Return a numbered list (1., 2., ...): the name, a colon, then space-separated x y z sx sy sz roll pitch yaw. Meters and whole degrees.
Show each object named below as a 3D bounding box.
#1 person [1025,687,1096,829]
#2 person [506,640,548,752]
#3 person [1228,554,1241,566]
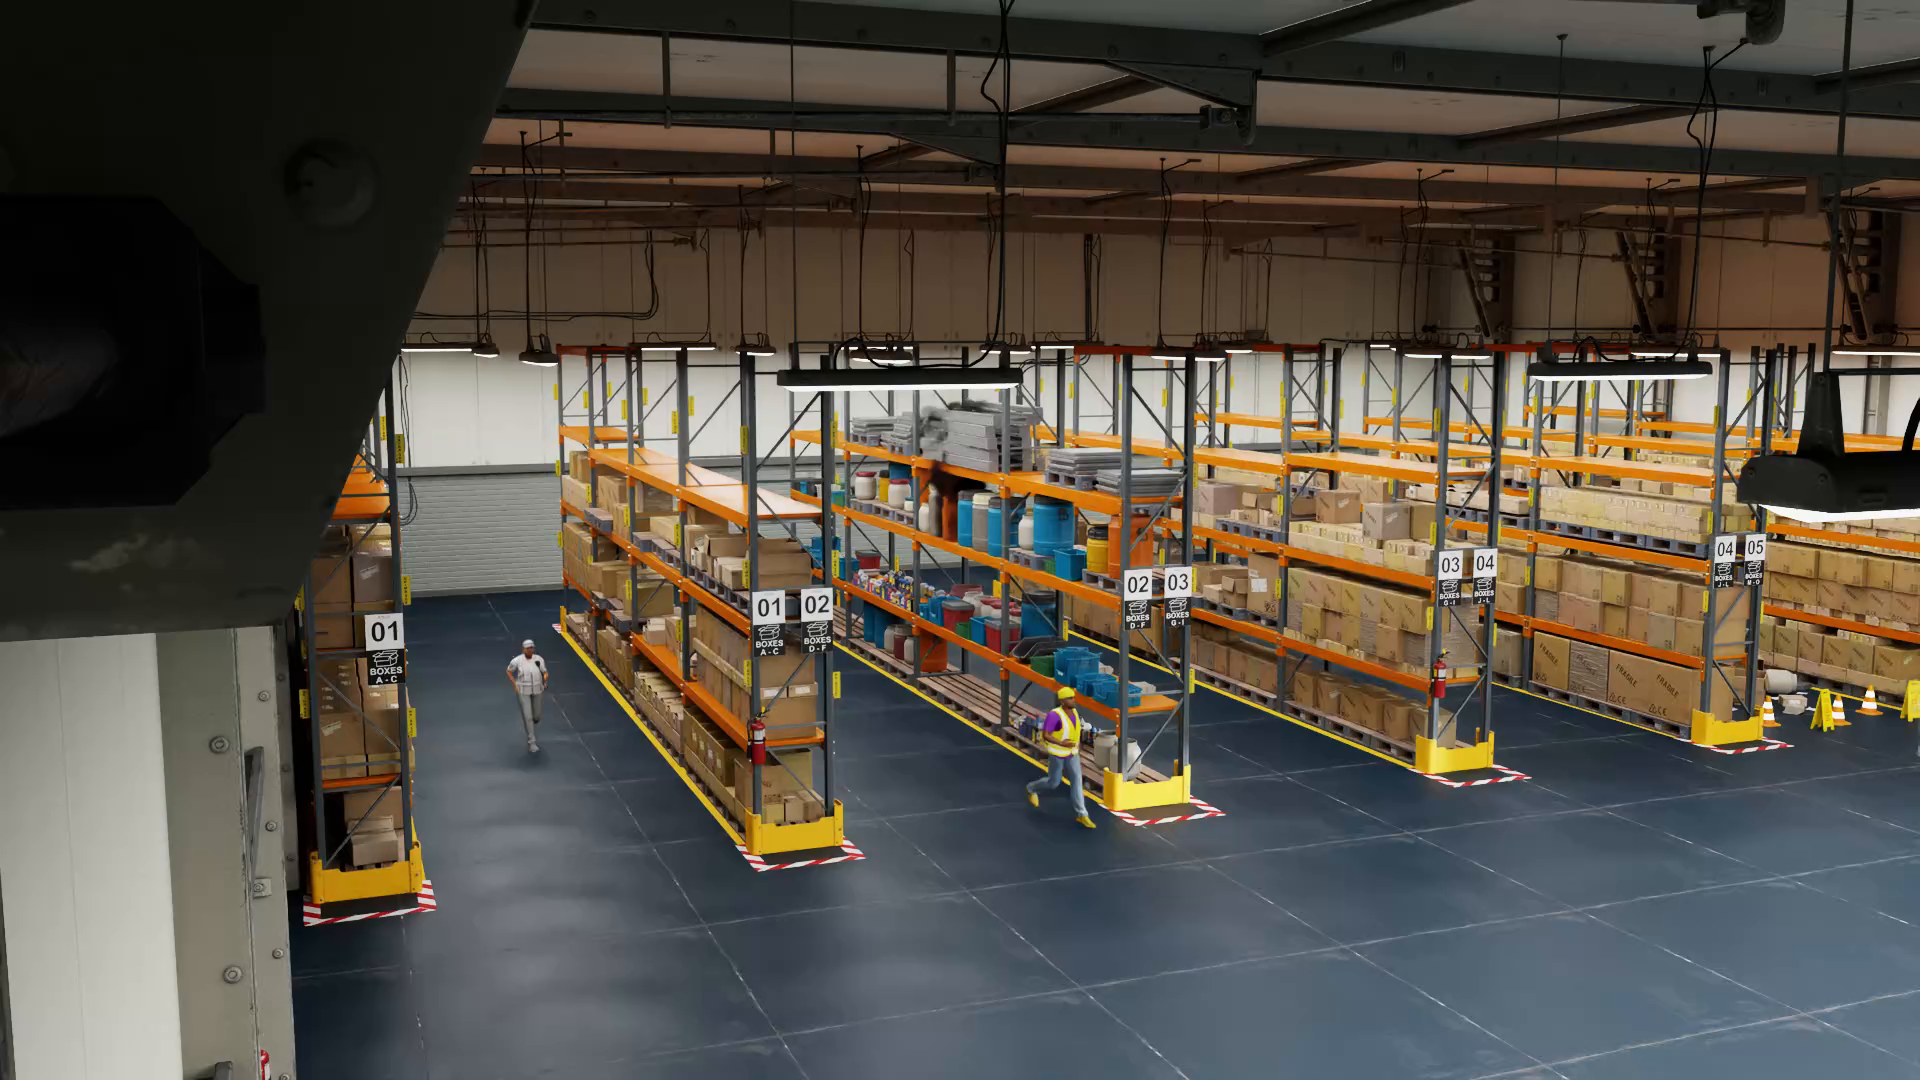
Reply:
1. person: 1.310 2.756 21.363 0.690 1.755 1.129 -6 10 -41
2. person: -6.546 2.331 25.256 0.607 1.665 0.819 -4 8 -28
3. person: 6.907 0.154 41.818 0.728 1.800 0.688 -3 8 -25
